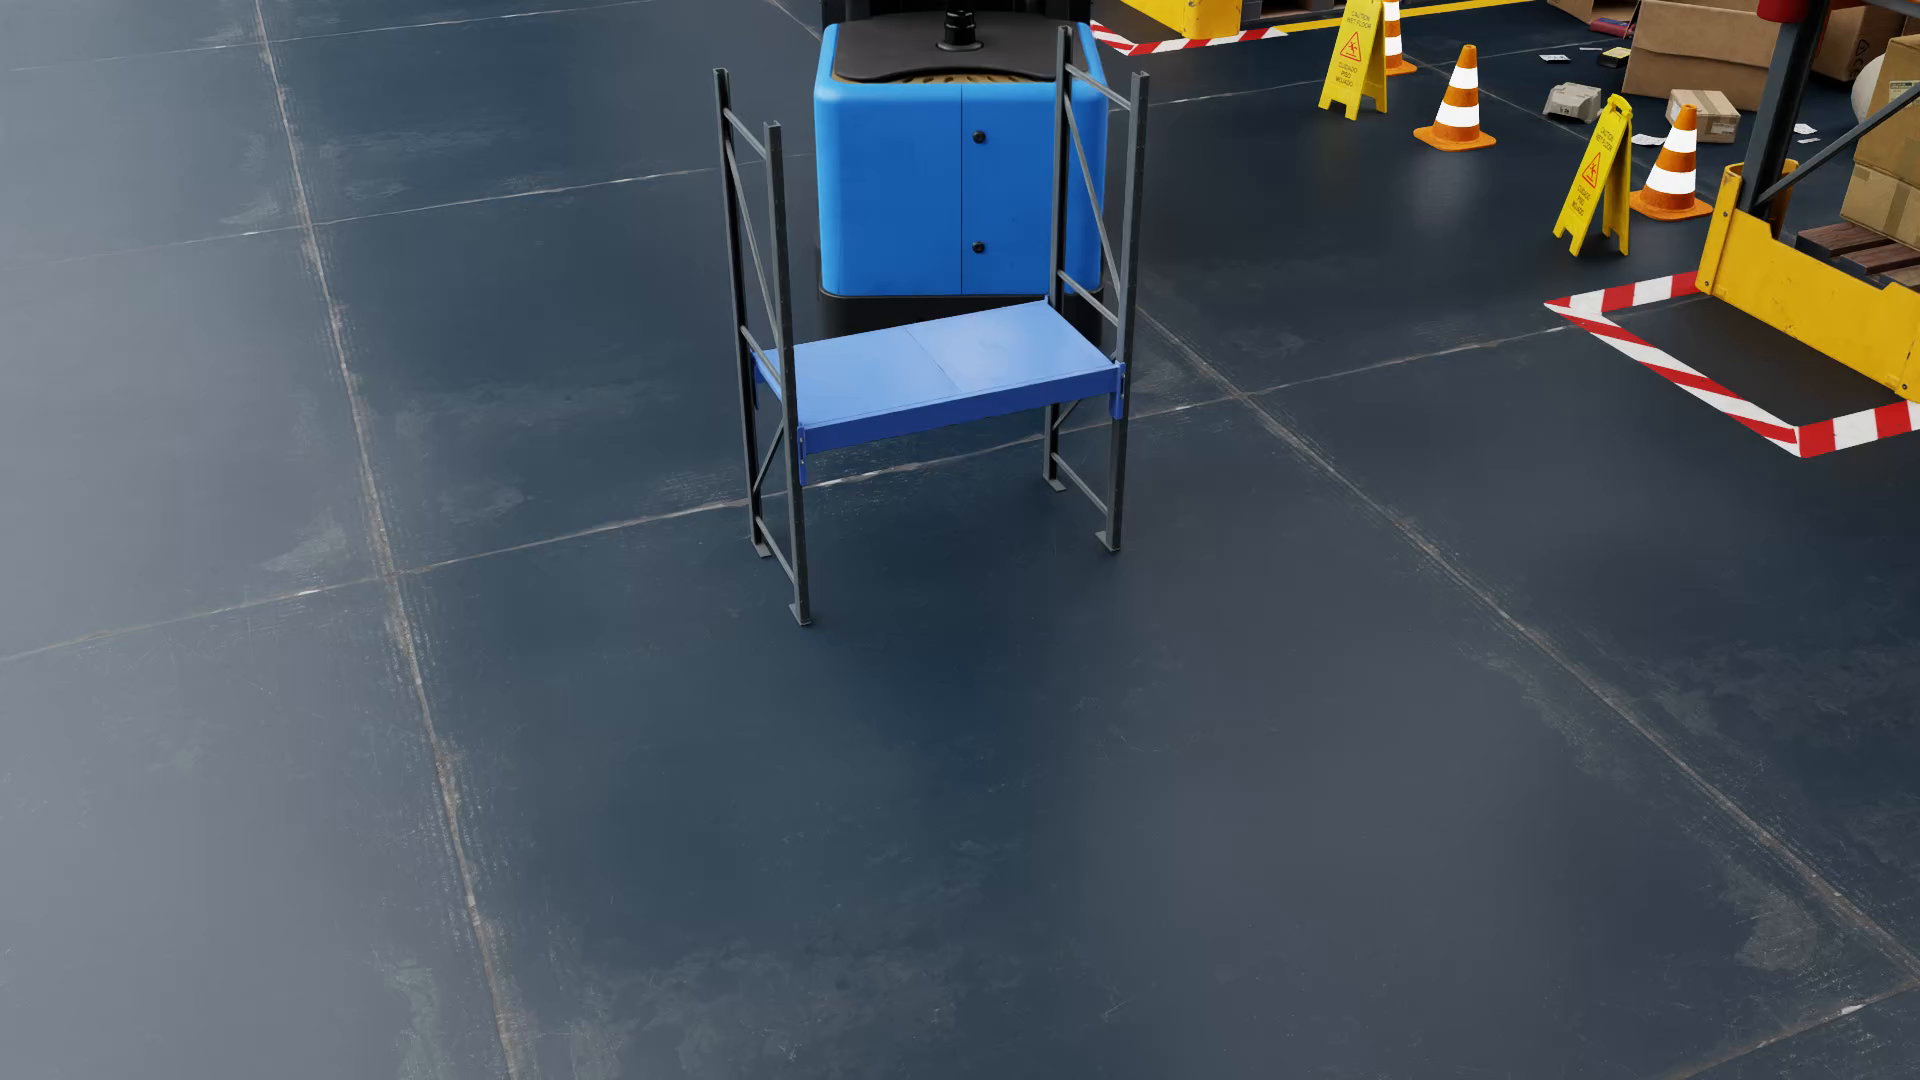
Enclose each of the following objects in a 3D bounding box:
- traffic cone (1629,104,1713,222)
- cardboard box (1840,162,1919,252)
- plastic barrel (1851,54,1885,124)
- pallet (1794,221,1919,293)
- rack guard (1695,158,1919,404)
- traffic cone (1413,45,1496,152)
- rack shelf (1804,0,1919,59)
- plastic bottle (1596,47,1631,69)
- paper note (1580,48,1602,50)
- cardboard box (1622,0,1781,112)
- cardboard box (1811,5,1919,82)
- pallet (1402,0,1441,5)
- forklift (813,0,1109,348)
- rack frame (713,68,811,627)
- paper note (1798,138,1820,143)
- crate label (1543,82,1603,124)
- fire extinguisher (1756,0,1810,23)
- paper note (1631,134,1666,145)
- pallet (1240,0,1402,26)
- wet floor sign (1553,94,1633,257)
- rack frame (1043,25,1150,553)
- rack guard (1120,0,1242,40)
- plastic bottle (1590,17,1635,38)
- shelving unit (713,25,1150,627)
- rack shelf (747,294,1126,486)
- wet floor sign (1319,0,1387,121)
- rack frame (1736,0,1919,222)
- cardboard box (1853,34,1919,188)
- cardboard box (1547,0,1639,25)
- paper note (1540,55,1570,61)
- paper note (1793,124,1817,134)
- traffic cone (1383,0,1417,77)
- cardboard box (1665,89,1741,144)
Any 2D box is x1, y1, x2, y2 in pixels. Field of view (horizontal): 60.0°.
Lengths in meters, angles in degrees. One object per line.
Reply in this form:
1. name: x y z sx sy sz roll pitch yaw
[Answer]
1. traffic cone: 3.223 -1.722 7.472 0.334 0.463 0.336 -13 35 -19
2. cardboard box: 3.990 -1.380 6.757 0.500 0.250 0.500 -13 35 -19
3. plastic barrel: 4.645 -2.163 8.186 0.421 0.421 0.512 10 34 14
4. pallet: 4.159 -1.046 6.665 1.213 0.211 1.003 -13 35 -19
5. rack guard: 3.396 -1.014 6.350 0.348 0.500 1.175 -13 35 -19
6. traffic cone: 2.480 -2.208 8.219 0.334 0.463 0.336 -13 35 -19
7. rack shelf: 5.170 -2.166 6.488 4.000 0.370 1.077 -13 35 -19
8. plastic bottle: 3.729 -2.733 9.394 0.283 0.061 0.133 -27 42 -35
9. paper note: 3.642 -2.834 9.597 0.123 0.001 0.032 4 33 6
10. cardboard box: 3.966 -2.643 8.851 0.797 0.503 0.637 16 36 23
11. cardboard box: 4.825 -2.901 9.123 0.503 0.637 0.797 -13 35 -19
12. pallet: 3.147 -3.808 10.909 1.213 0.211 1.003 -13 35 -19
13. forklift: -0.021 -2.677 6.676 1.130 2.935 3.031 -1 33 -1
14. rack frame: -0.547 -0.503 4.648 0.032 1.500 0.500 -13 35 -19
15. paper note: 4.243 -1.996 8.308 0.123 0.001 0.032 -13 35 -19
16. crate label: 3.181 -2.269 8.611 0.250 0.136 0.298 23 39 30
17. fire extinguisher: 3.042 -2.221 5.983 0.183 0.674 0.296 -13 35 -19
18. paper note: 3.427 -2.001 8.298 0.142 0.019 0.148 -27 42 -35
19. pallet: 2.024 -3.552 10.516 1.213 0.211 1.003 -13 35 -19
20. wet floor sign: 2.737 -1.557 7.051 0.232 0.644 0.267 -2 33 -2
21. rack frame: 0.390 -0.718 4.978 0.032 1.500 0.500 -13 35 -19
22. rack guard: 1.295 -3.460 10.110 0.348 0.500 1.175 -13 35 -19
23. plastic bottle: 3.896 -3.030 9.851 0.133 0.061 0.283 -27 42 -35
24. shelving unit: -0.079 -0.611 4.813 1.048 1.500 0.538 -13 35 -19
25. rack shelf: -0.079 -0.460 4.911 1.000 0.185 0.538 -13 35 -19
26. wet floor sign: 2.057 -2.525 8.538 0.232 0.644 0.267 -19 38 -27
27. rack frame: 3.326 -2.045 5.643 0.127 3.000 1.000 -13 35 -19
28. cardboard box: 3.964 -1.683 6.536 0.500 0.500 0.500 -13 35 -19
29. cardboard box: 3.971 -3.467 10.118 0.500 0.500 0.500 -7 34 -11
30. paper note: 3.382 -2.737 9.429 0.142 0.017 0.144 -2 33 -2
31. paper note: 4.269 -2.101 8.461 0.142 0.019 0.148 -2 33 -2
32. traffic cone: 2.356 -2.848 9.203 0.334 0.463 0.336 -13 35 -19
33. cardboard box: 3.752 -2.143 8.407 0.250 0.149 0.380 4 33 6
